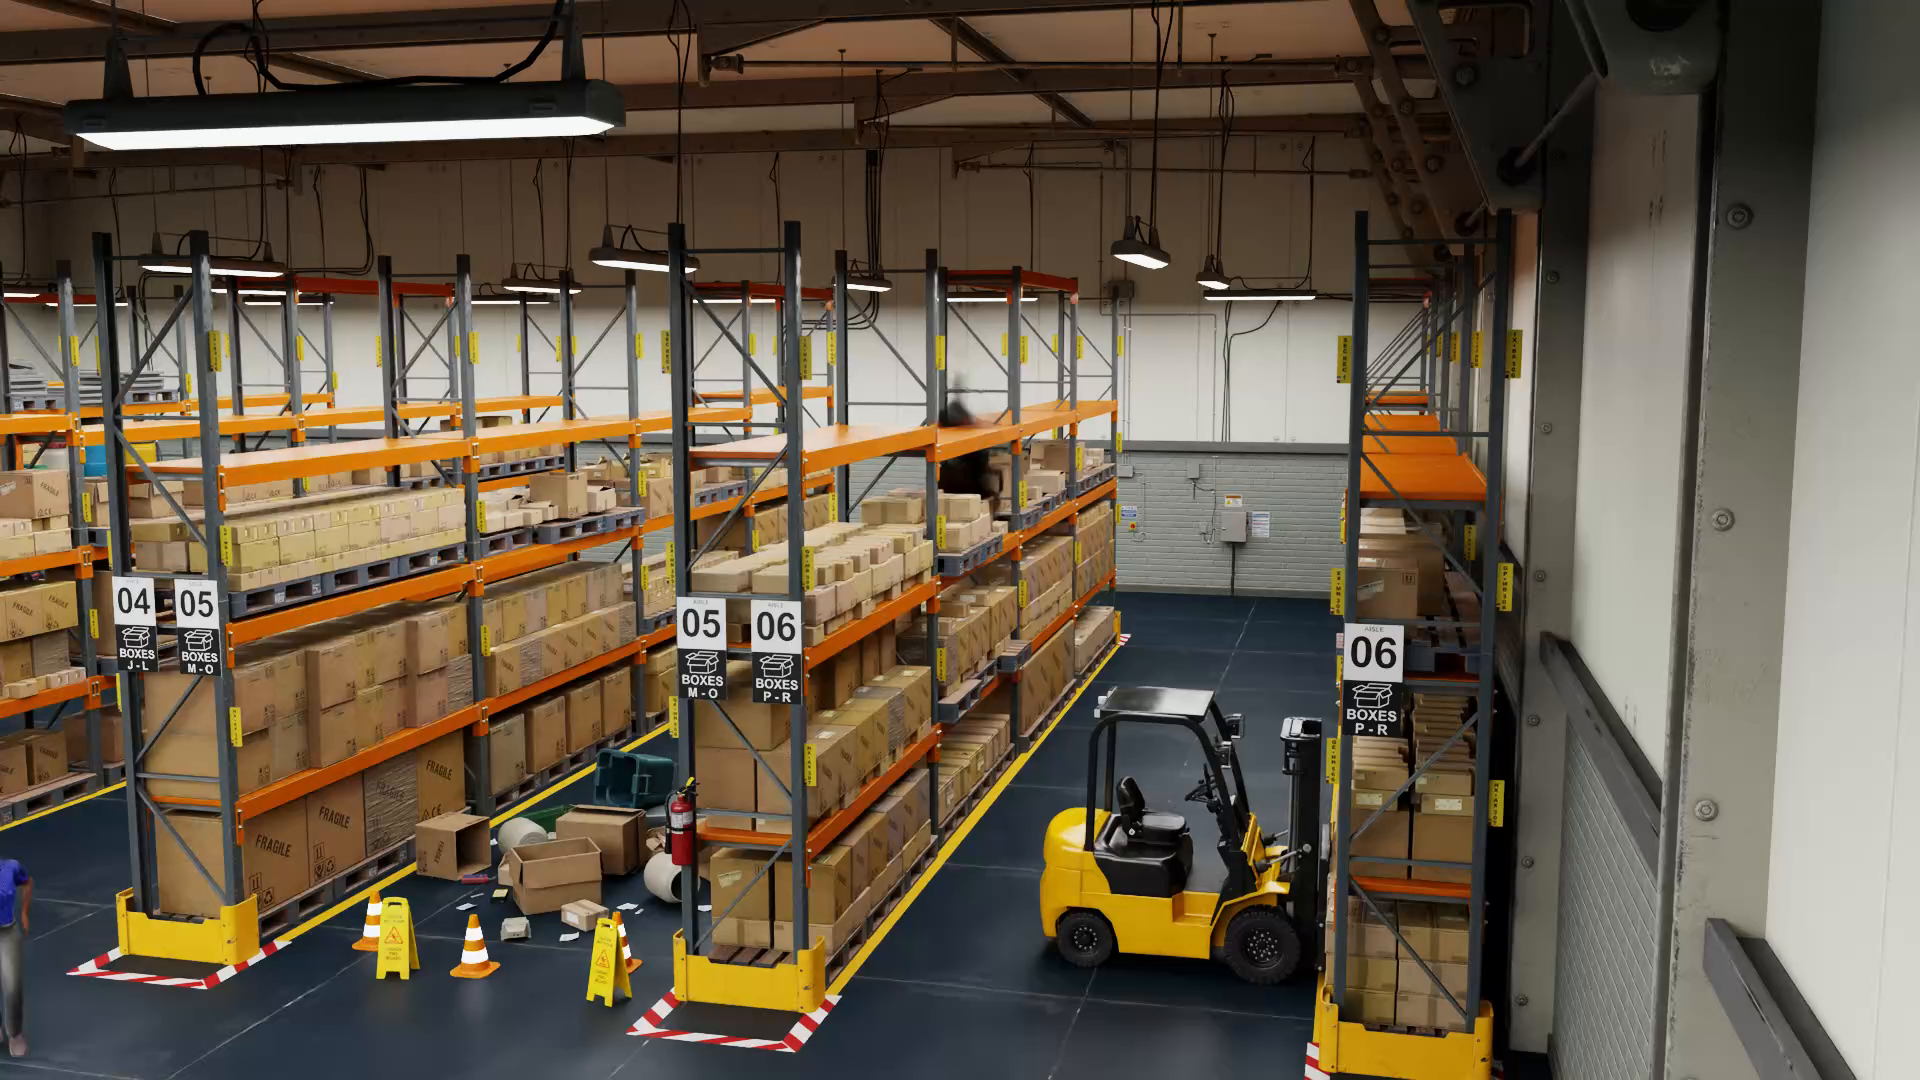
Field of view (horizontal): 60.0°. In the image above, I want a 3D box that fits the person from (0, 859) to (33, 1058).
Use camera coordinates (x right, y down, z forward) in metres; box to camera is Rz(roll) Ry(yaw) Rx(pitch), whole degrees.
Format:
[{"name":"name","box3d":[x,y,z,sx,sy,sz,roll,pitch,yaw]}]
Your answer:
[{"name":"person","box3d":[-6.948,2.919,11.948,0.571,1.689,0.706,-4,8,-32]}]
